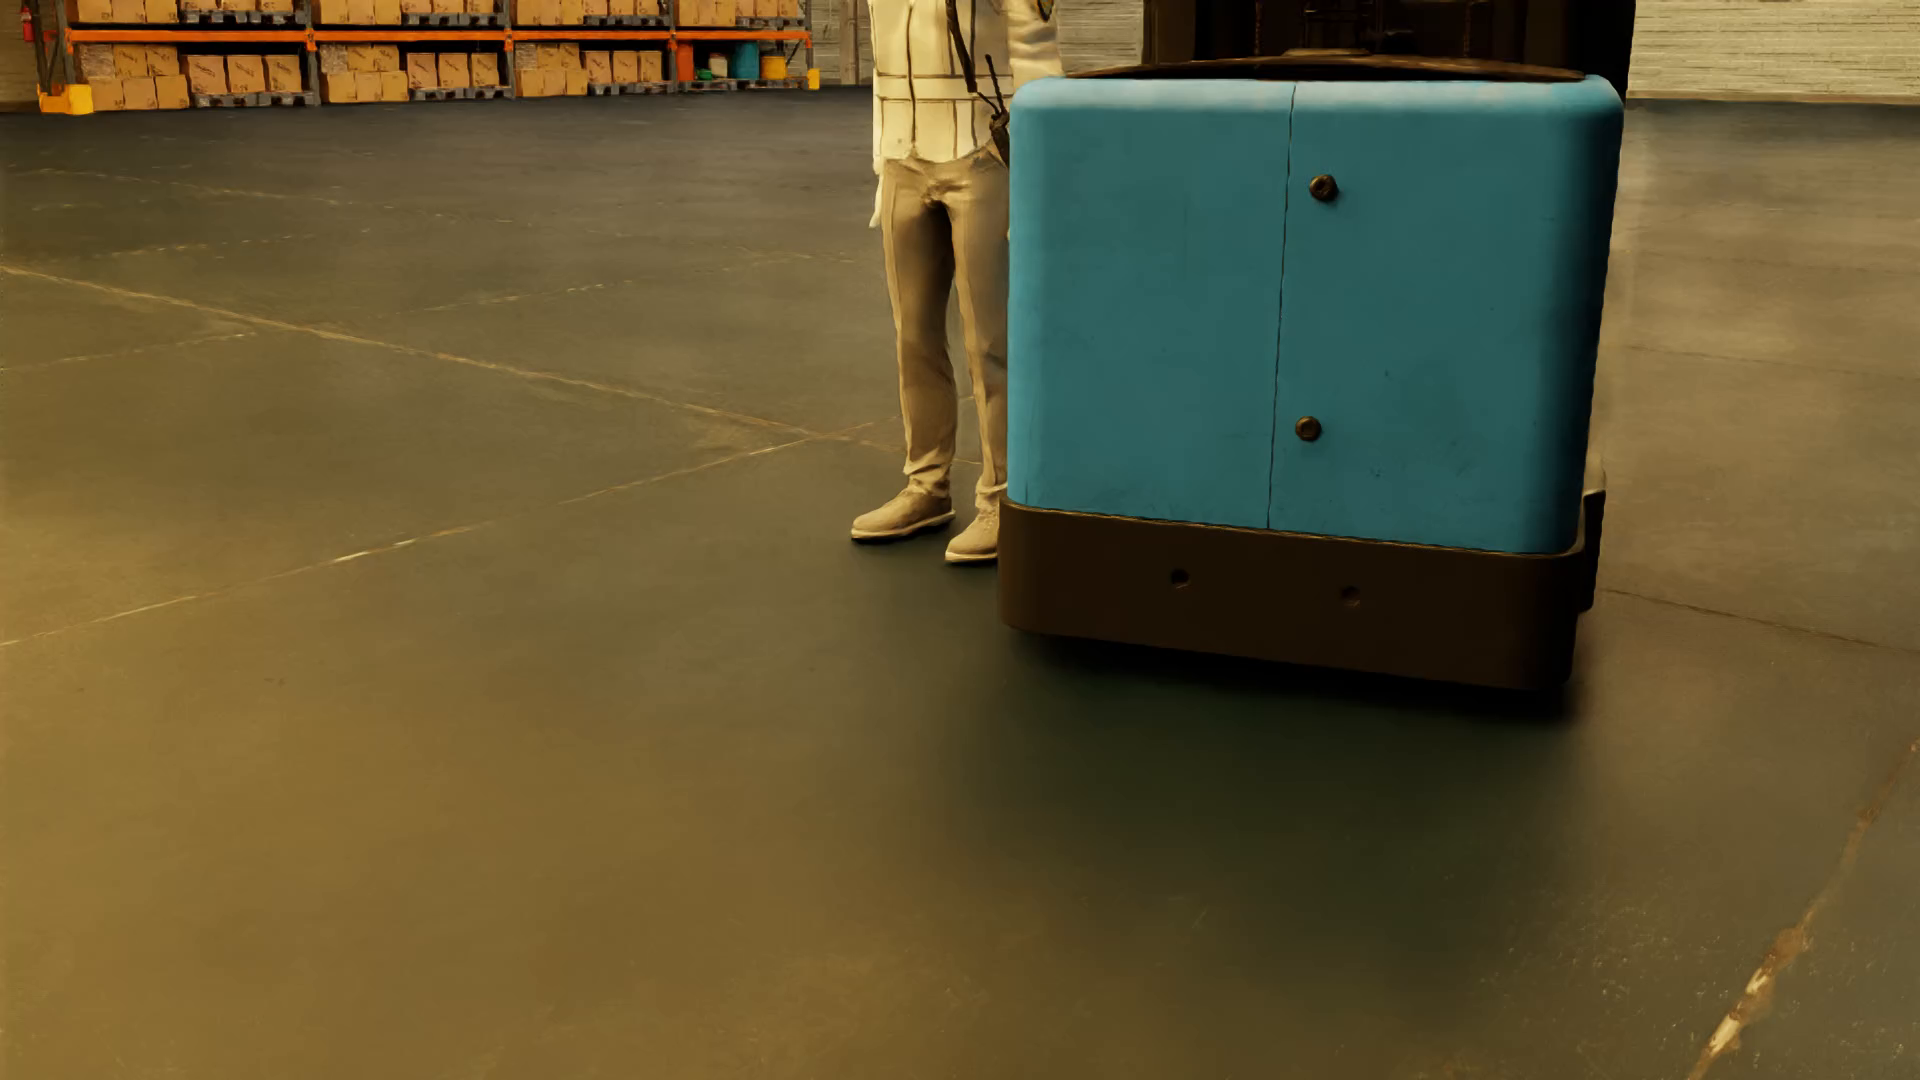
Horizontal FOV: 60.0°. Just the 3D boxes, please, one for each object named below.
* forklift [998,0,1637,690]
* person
[{"bbox_3d":[1.045,-1.533,3.946,1.130,2.935,3.031,6,18,19],"label":"forklift"},{"bbox_3d":[-0.014,-0.801,3.680,0.472,1.691,0.336,13,21,37],"label":"person"}]
